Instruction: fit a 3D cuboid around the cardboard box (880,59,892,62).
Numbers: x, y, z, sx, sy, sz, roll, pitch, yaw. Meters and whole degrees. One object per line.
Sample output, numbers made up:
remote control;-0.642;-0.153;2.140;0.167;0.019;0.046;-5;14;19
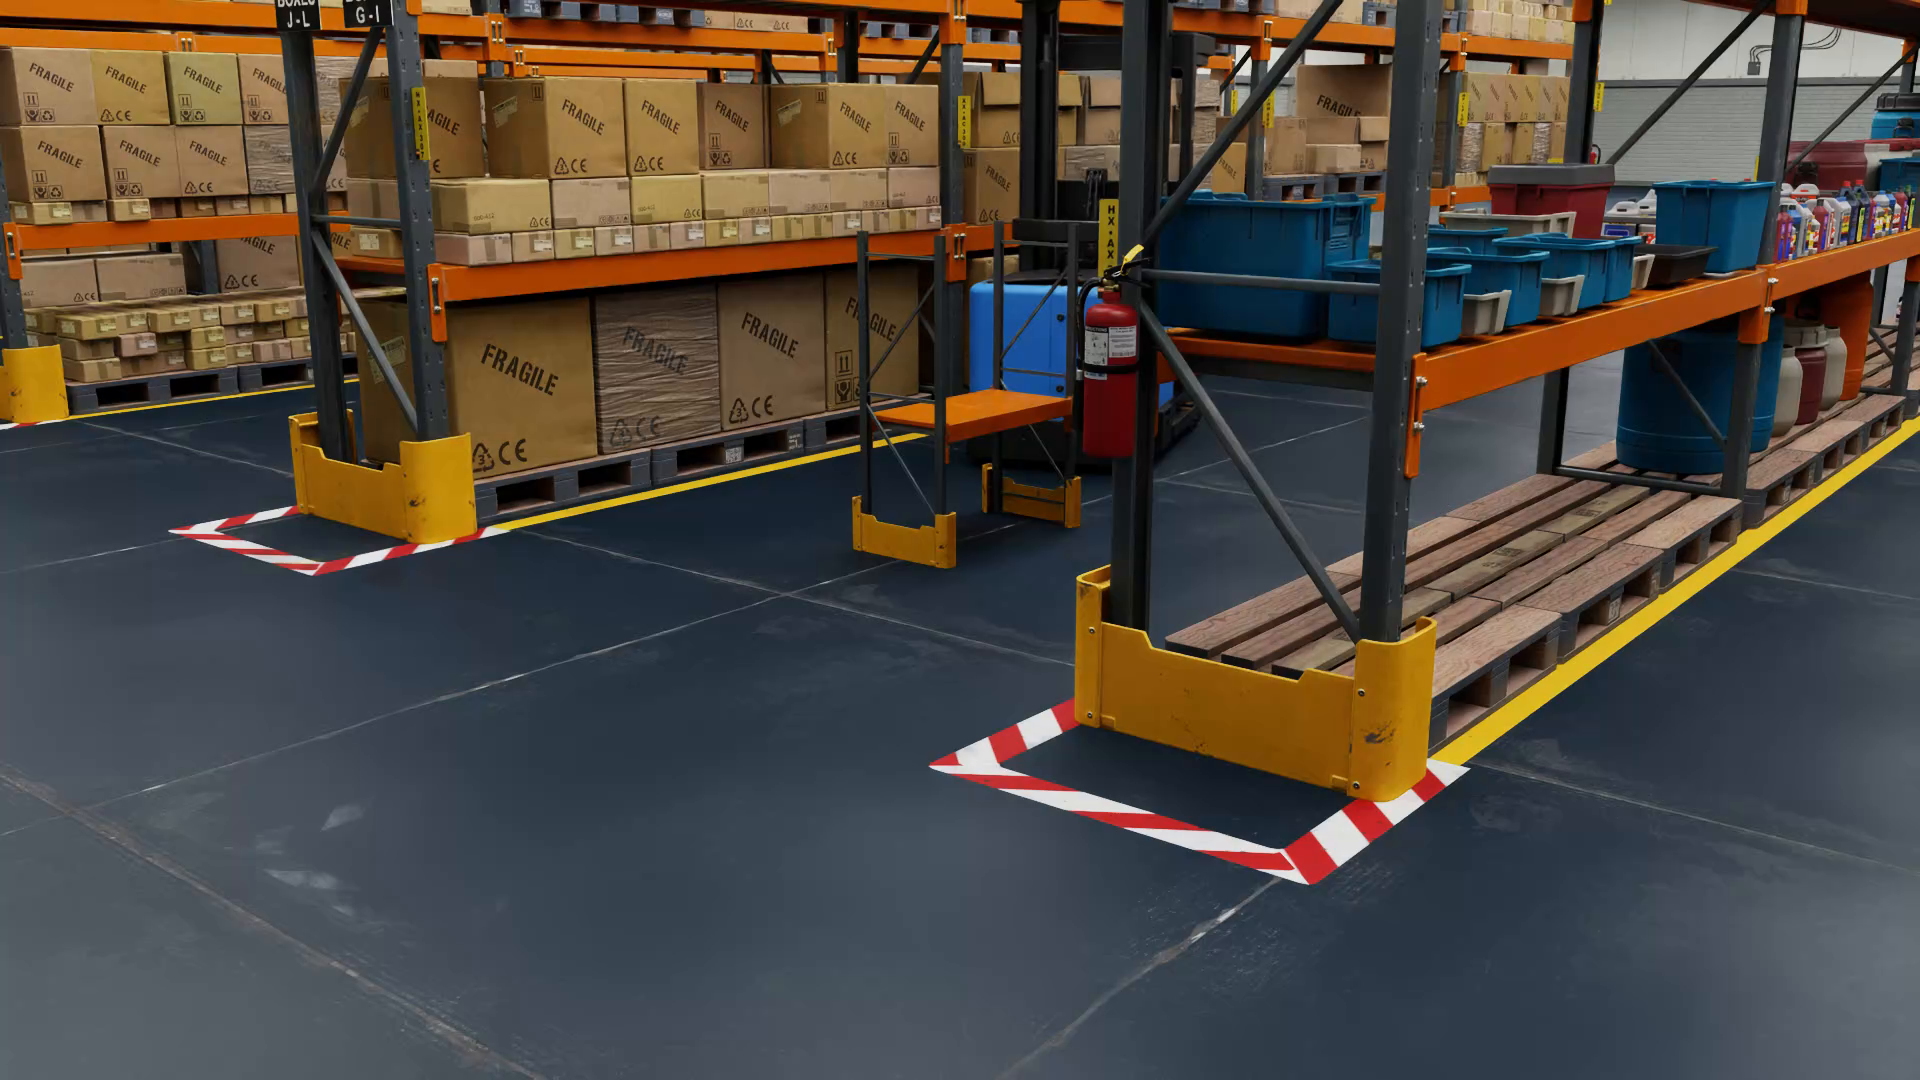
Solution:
cardboard box;-1.233;-7.179;24.710;0.380;0.149;0.250;11;18;37

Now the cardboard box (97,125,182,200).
cardboard box;-5.900;-2.682;11.781;0.500;0.500;0.500;11;18;38

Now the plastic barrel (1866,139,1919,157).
plastic barrel;7.242;-2.860;13.015;0.433;0.535;0.433;0;14;0

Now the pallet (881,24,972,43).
pallet;-0.622;-5.580;18.288;1.003;0.211;1.213;12;19;40

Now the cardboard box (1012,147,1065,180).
cardboard box;0.393;-2.513;11.720;0.500;0.500;0.500;11;18;38

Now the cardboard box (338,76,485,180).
cardboard box;-2.818;-2.122;8.560;0.500;0.500;0.500;12;18;38

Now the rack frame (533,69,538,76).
rack frame;-6.949;-6.152;26.247;1.000;3.000;0.127;11;18;38

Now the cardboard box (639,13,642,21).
cardboard box;-2.871;-5.112;15.860;0.500;0.500;0.500;11;18;38

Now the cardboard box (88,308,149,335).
cardboard box;-6.041;-1.569;11.936;0.380;0.149;0.250;12;18;39

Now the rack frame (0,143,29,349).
rack frame;-6.714;-2.340;11.241;1.000;3.000;0.127;11;18;38

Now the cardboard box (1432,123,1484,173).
cardboard box;4.953;-4.120;17.442;0.875;0.500;0.500;11;18;38

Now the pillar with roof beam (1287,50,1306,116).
pillar with roof beam;12.859;-13.762;44.018;9.100;9.000;0.400;11;18;38

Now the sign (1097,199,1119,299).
sign;0.495;-0.947;5.429;0.100;0.325;0.005;11;18;38

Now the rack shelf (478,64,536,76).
rack shelf;-8.206;-6.874;24.459;1.077;0.370;4.000;11;18;38

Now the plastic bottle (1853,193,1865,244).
plastic bottle;5.120;-1.838;9.505;0.061;0.283;0.133;11;18;38

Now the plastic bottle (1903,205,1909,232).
plastic bottle;5.952;-2.059;10.541;0.097;0.201;0.097;0;14;0

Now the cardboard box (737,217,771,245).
cardboard box;-1.311;-1.793;9.600;0.380;0.149;0.250;12;18;38

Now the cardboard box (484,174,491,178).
cardboard box;-2.502;-1.855;9.034;0.500;0.250;0.500;11;18;37

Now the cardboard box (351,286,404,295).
cardboard box;-4.725;-1.966;13.498;0.380;0.149;0.250;12;19;39

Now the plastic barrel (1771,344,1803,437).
plastic barrel;4.671;-0.882;9.701;0.421;0.512;0.421;0;14;0

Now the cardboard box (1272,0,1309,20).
cardboard box;2.602;-4.517;14.022;0.500;0.250;0.500;12;18;39

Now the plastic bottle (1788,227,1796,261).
plastic bottle;4.151;-1.511;8.381;0.097;0.201;0.097;0;14;0

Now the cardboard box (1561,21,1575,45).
cardboard box;6.720;-5.770;18.958;0.500;0.250;0.500;11;18;38

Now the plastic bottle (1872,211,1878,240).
plastic bottle;5.378;-1.885;9.853;0.097;0.201;0.097;0;14;0

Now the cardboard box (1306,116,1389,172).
cardboard box;3.605;-3.758;15.762;0.797;0.503;0.637;14;20;43

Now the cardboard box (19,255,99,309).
cardboard box;-9.154;-2.539;16.376;0.875;0.438;0.875;11;18;36

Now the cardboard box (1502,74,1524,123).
cardboard box;5.731;-4.767;17.956;0.500;0.500;0.500;11;18;38

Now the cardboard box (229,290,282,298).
cardboard box;-5.580;-1.887;13.186;0.380;0.149;0.250;11;18;38

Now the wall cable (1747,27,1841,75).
wall cable;23.536;-16.113;46.365;2.305;6.003;0.169;11;18;38

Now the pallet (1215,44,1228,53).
pallet;2.884;-6.671;22.378;1.003;0.211;1.213;11;18;38

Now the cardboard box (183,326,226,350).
cardboard box;-5.638;-1.503;12.280;0.380;0.149;0.250;12;19;39

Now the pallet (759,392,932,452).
pallet;-0.944;-0.834;10.976;1.003;0.211;1.213;11;18;38

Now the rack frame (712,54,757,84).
rack frame;-3.086;-5.384;23.226;1.000;3.000;0.127;11;18;38

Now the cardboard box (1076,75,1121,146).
cardboard box;0.808;-3.228;12.498;0.797;0.503;0.637;12;19;39

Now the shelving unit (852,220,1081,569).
shelving unit;0.048;-0.742;7.996;0.587;1.500;1.083;11;18;38

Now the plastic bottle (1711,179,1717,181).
plastic bottle;4.462;-1.966;9.870;0.144;0.351;0.185;11;18;38

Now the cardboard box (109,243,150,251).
cardboard box;-10.854;-3.868;21.481;0.500;0.500;0.500;11;18;36

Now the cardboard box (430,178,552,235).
cardboard box;-2.408;-1.674;8.322;0.500;0.250;0.500;11;18;36

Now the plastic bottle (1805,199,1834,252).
plastic bottle;4.616;-1.699;8.971;0.152;0.276;0.135;11;18;38

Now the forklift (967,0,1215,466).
forklift;0.984;-2.157;10.659;1.130;2.935;3.031;5;15;18

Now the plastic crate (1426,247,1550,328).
plastic crate;1.758;-0.857;5.621;0.416;0.233;0.300;11;18;38

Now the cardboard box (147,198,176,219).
cardboard box;-5.861;-2.398;11.982;0.380;0.149;0.250;12;19;40

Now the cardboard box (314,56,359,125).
cardboard box;-4.938;-3.455;12.795;0.500;0.500;0.500;12;18;39

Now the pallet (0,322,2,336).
pallet;-9.419;-2.133;16.089;1.003;0.211;1.213;11;18;38

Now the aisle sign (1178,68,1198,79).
aisle sign;3.153;-6.724;23.218;0.394;0.787;0.004;11;18;38

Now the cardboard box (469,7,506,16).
cardboard box;-5.719;-6.230;19.401;0.797;0.503;0.637;10;17;34

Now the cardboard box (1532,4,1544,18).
cardboard box;6.173;-5.796;18.251;0.380;0.149;0.250;10;17;35

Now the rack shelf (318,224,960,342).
rack shelf;-1.663;-1.587;9.739;1.077;0.370;4.000;11;18;38

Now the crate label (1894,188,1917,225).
crate label;6.517;-2.260;11.267;0.303;0.233;0.416;11;18;38

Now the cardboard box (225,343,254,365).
cardboard box;-5.552;-1.419;12.555;0.380;0.149;0.250;11;18;38

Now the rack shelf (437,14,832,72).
rack shelf;-2.943;-4.594;15.483;1.077;0.370;4.000;11;18;38
